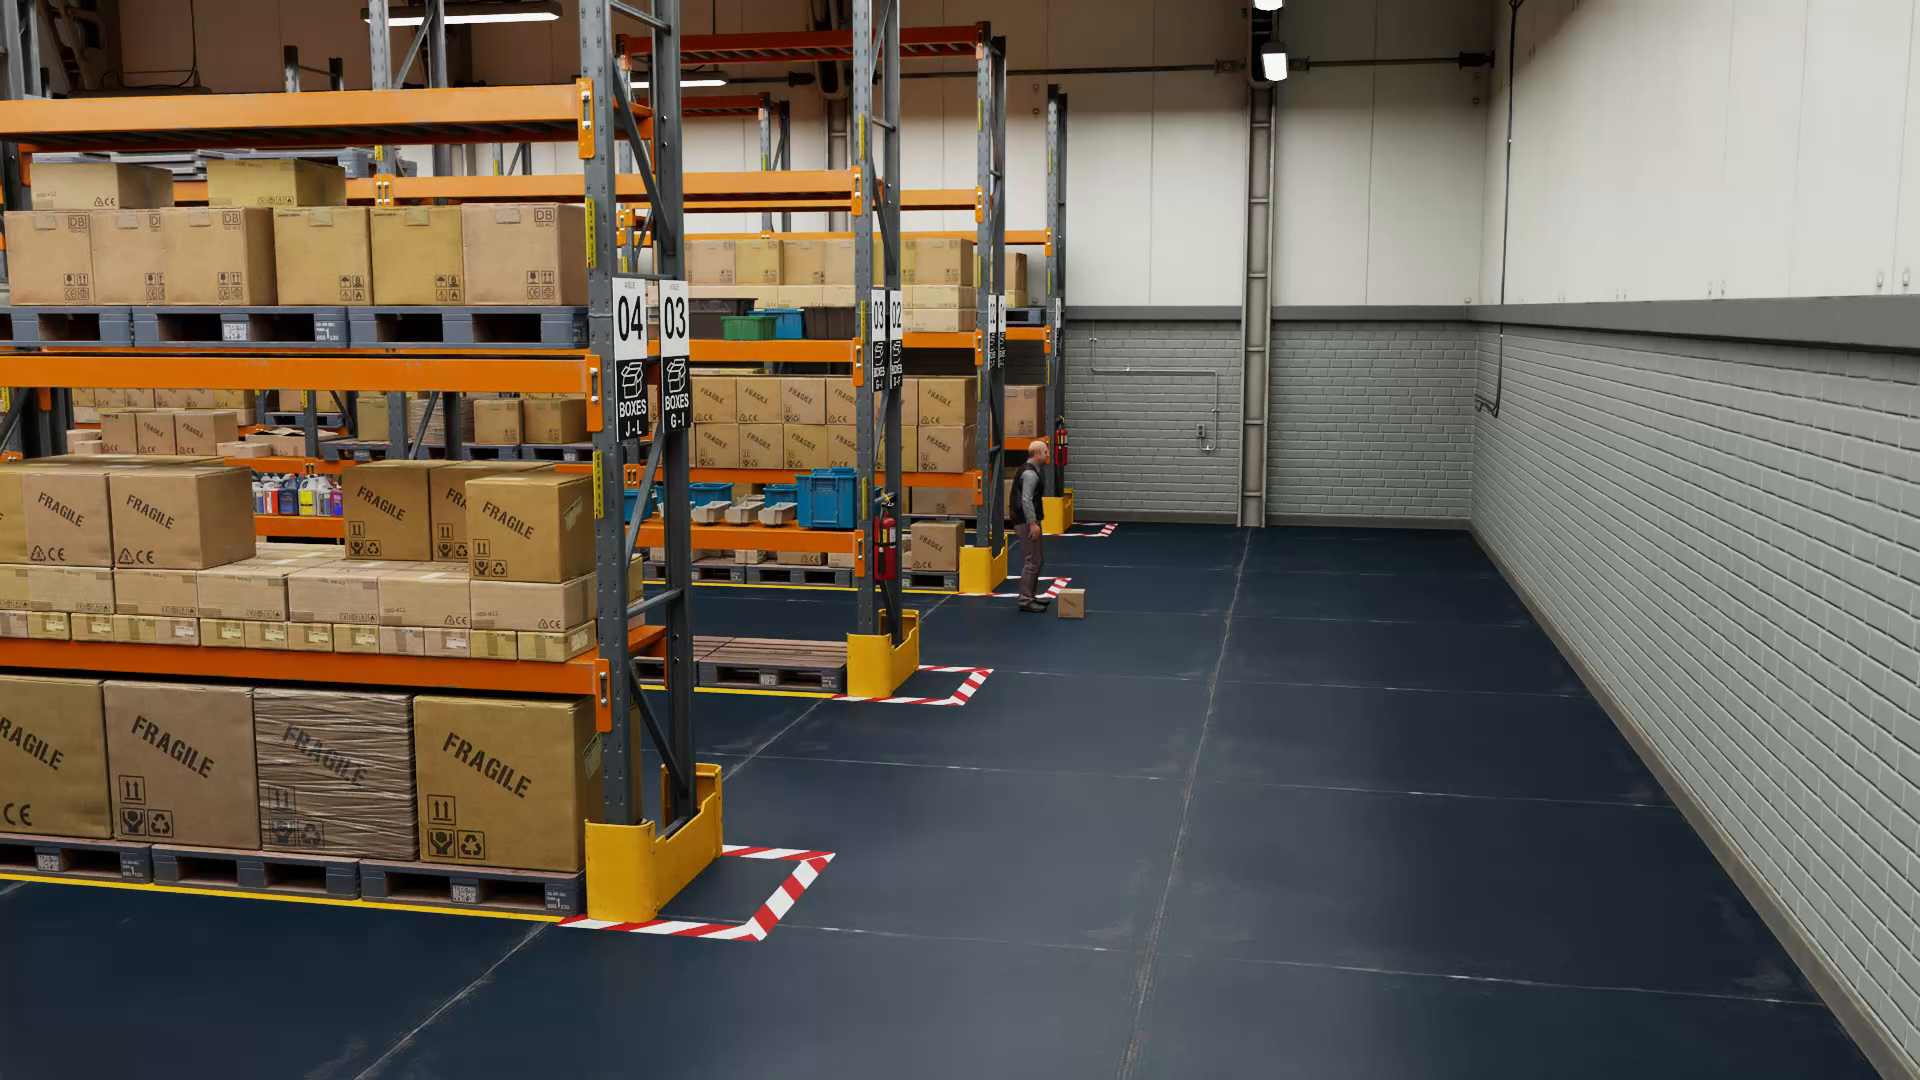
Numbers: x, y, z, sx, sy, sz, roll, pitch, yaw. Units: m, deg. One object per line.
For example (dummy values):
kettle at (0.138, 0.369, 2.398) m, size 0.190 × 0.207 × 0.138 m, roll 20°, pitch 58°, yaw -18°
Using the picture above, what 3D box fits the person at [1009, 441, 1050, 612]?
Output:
person at (0.713, -0.155, 17.013) m, size 0.418 × 1.721 × 0.595 m, roll 1°, pitch 8°, yaw 6°
